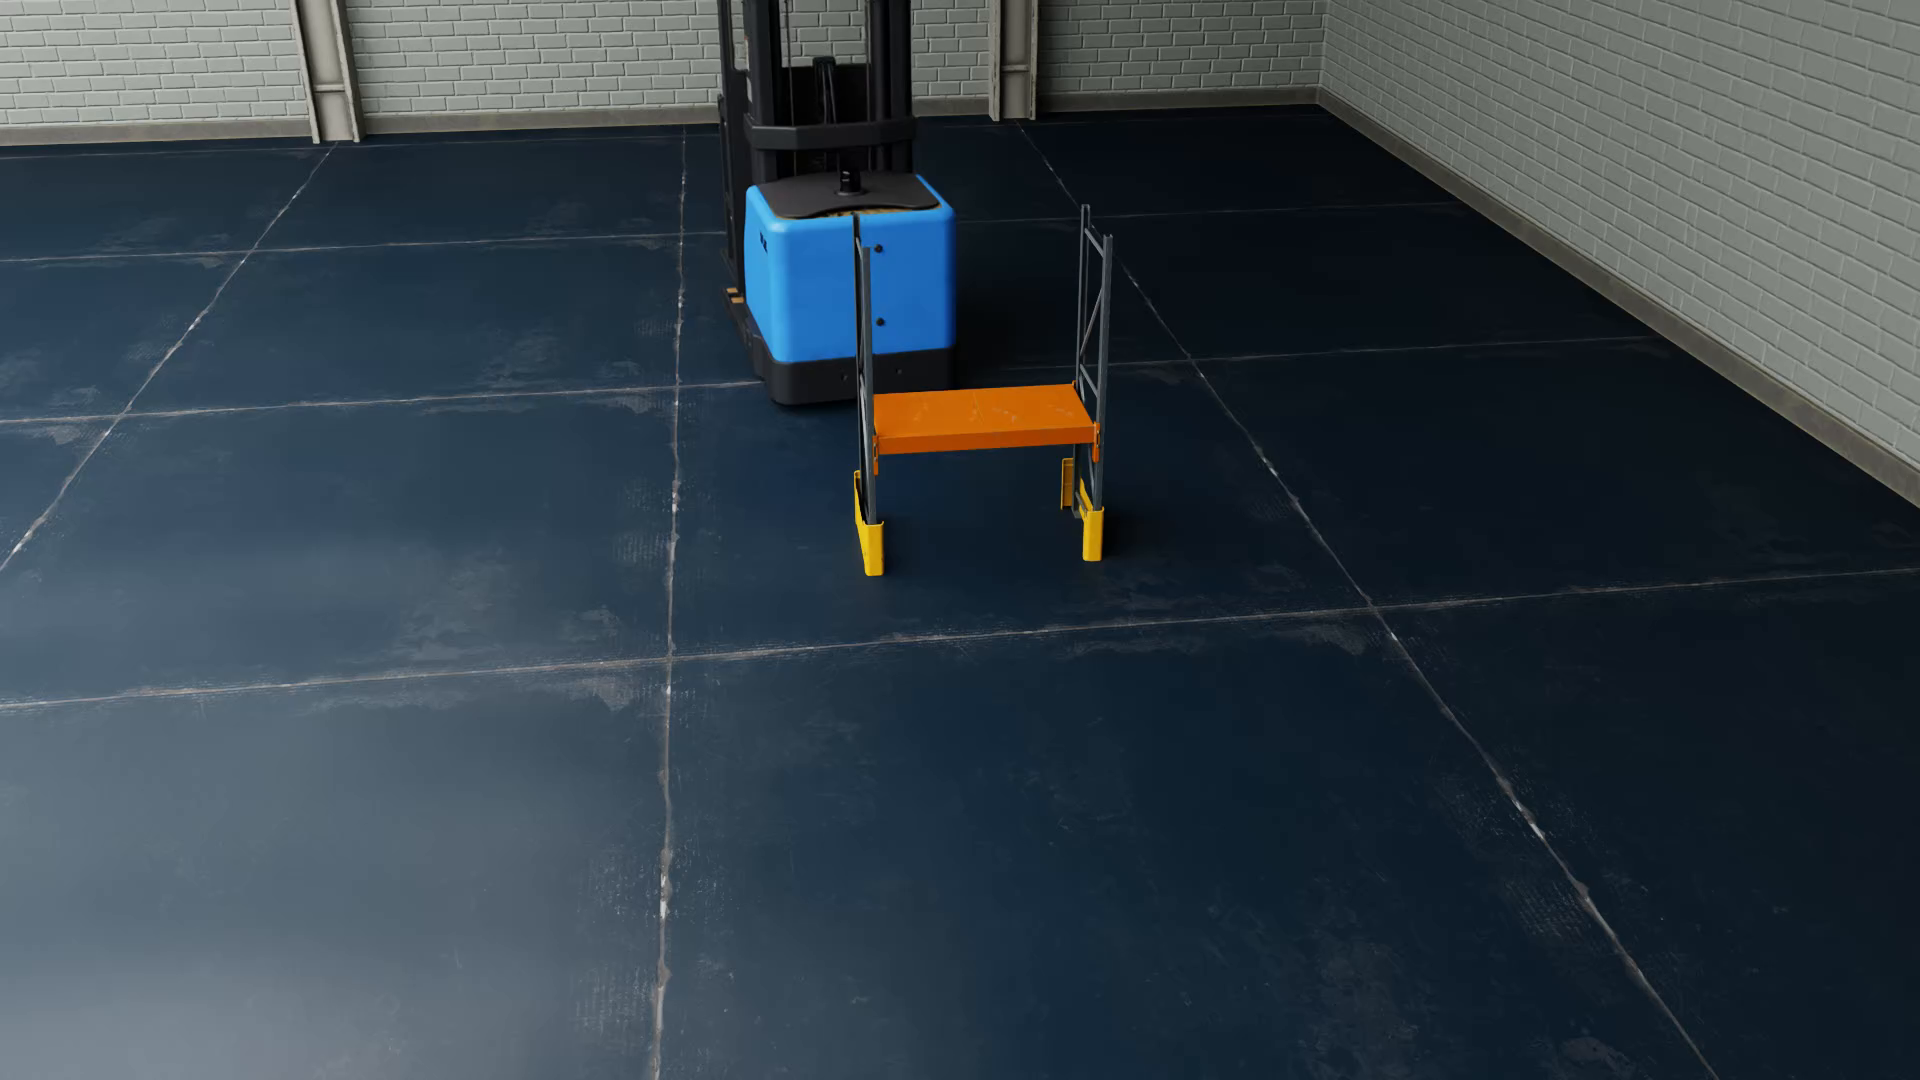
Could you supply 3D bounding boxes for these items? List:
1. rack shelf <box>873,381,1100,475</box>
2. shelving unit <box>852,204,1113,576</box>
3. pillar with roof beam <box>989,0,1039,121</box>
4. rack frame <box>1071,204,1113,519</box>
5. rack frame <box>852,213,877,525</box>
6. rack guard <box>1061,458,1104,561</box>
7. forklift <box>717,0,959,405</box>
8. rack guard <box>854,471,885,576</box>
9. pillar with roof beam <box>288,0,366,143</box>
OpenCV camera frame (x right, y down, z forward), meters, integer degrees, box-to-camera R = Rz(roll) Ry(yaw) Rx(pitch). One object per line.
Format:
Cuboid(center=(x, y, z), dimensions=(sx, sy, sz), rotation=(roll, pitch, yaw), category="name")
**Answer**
Cuboid(center=(0.084, -0.513, 7.500), dimensions=(1.000, 0.185, 0.538), rotation=(-4, 27, -7), category="rack shelf")
Cuboid(center=(0.076, -0.672, 7.417), dimensions=(1.083, 1.500, 0.587), rotation=(-4, 27, -7), category="shelving unit")
Cuboid(center=(1.083, -5.977, 9.541), dimensions=(0.400, 9.000, 9.100), rotation=(-4, 27, -7), category="pillar with roof beam")
Cuboid(center=(0.588, -0.705, 7.481), dimensions=(0.032, 1.500, 0.500), rotation=(-4, 27, -7), category="rack frame")
Cuboid(center=(-0.419, -0.640, 7.355), dimensions=(0.032, 1.500, 0.500), rotation=(-4, 27, -7), category="rack frame")
Cuboid(center=(0.569, -0.148, 7.764), dimensions=(0.087, 0.250, 0.587), rotation=(-4, 27, -7), category="rack guard")
Cuboid(center=(-0.883, -2.691, 9.784), dimensions=(1.130, 2.935, 3.031), rotation=(-7, 28, -14), category="forklift")
Cuboid(center=(-0.418, -0.084, 7.641), dimensions=(0.087, 0.250, 0.587), rotation=(-4, 27, -7), category="rack guard")
Cuboid(center=(-4.859, -5.595, 8.797), dimensions=(0.400, 9.000, 9.100), rotation=(-4, 27, -7), category="pillar with roof beam")
